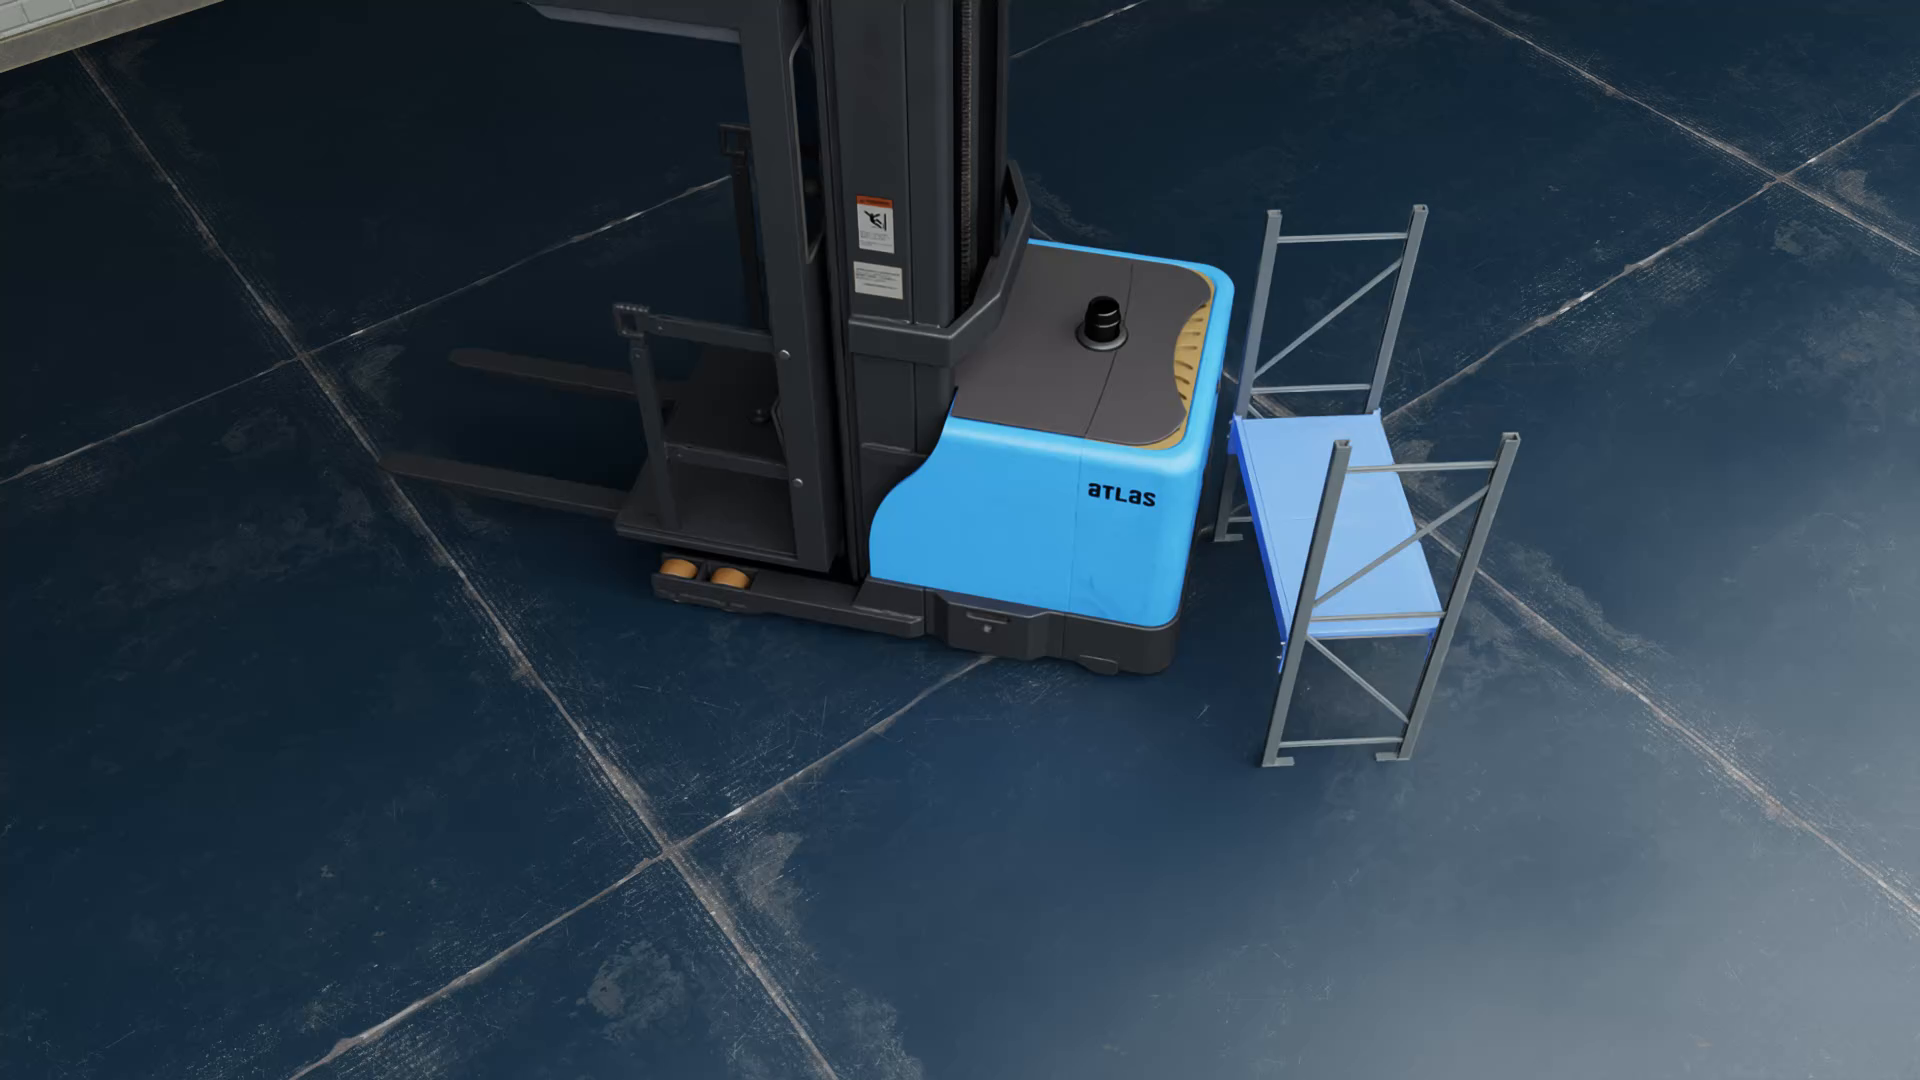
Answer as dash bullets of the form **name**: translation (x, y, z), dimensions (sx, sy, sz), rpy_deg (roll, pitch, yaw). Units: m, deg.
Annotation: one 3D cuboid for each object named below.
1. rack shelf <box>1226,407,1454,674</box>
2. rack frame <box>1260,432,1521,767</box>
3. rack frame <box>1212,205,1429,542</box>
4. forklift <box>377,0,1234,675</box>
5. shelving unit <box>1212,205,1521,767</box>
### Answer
- **rack shelf**: translation (1.229, -0.021, 5.499), dimensions (0.538, 0.185, 1.000), rpy_deg (-2, 48, -2)
- **rack frame**: translation (1.257, 0.235, 5.025), dimensions (0.500, 1.500, 0.032), rpy_deg (-2, 48, -2)
- **rack frame**: translation (1.201, -0.517, 5.707), dimensions (0.500, 1.500, 0.032), rpy_deg (-2, 48, -2)
- **forklift**: translation (-0.630, -1.095, 5.265), dimensions (3.031, 2.935, 1.130), rpy_deg (10, 49, 9)
- **shelving unit**: translation (1.229, -0.141, 5.366), dimensions (0.538, 1.500, 1.048), rpy_deg (-2, 48, -2)
